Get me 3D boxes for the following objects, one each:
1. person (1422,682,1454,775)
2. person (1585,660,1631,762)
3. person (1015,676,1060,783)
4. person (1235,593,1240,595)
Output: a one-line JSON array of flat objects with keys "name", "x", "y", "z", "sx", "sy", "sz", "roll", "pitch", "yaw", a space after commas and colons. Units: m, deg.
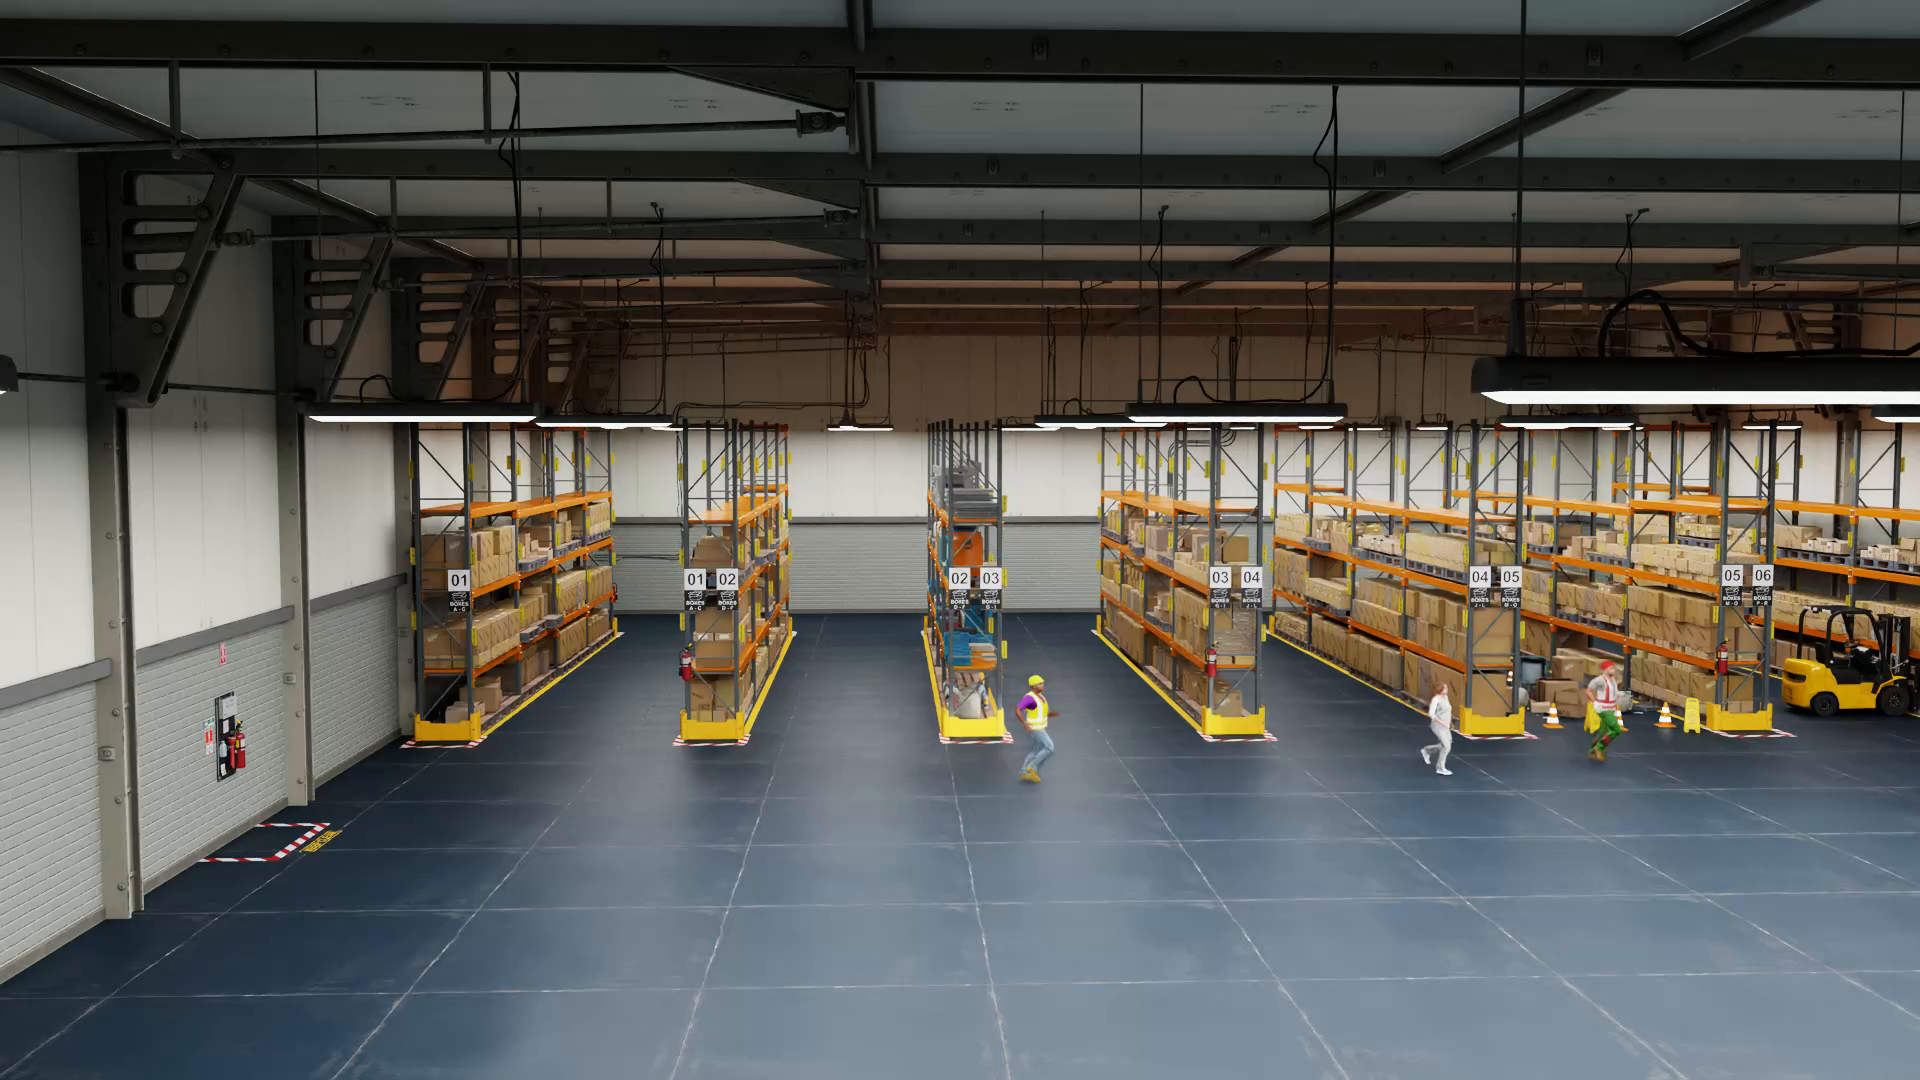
[{"name": "person", "x": 8.024, "y": 3.151, "z": 28.001, "sx": 0.575, "sy": 1.554, "sz": 0.583, "roll": 3, "pitch": 5, "yaw": 41}, {"name": "person", "x": 11.313, "y": 2.981, "z": 28.986, "sx": 0.667, "sy": 1.770, "sz": 0.624, "roll": 4, "pitch": 5, "yaw": 44}, {"name": "person", "x": 1.293, "y": 3.092, "z": 27.251, "sx": 0.673, "sy": 1.742, "sz": 0.676, "roll": 1, "pitch": 4, "yaw": 18}, {"name": "person", "x": 7.672, "y": 1.856, "z": 47.783, "sx": 0.722, "sy": 1.635, "sz": 0.550, "roll": 3, "pitch": 5, "yaw": 40}]
